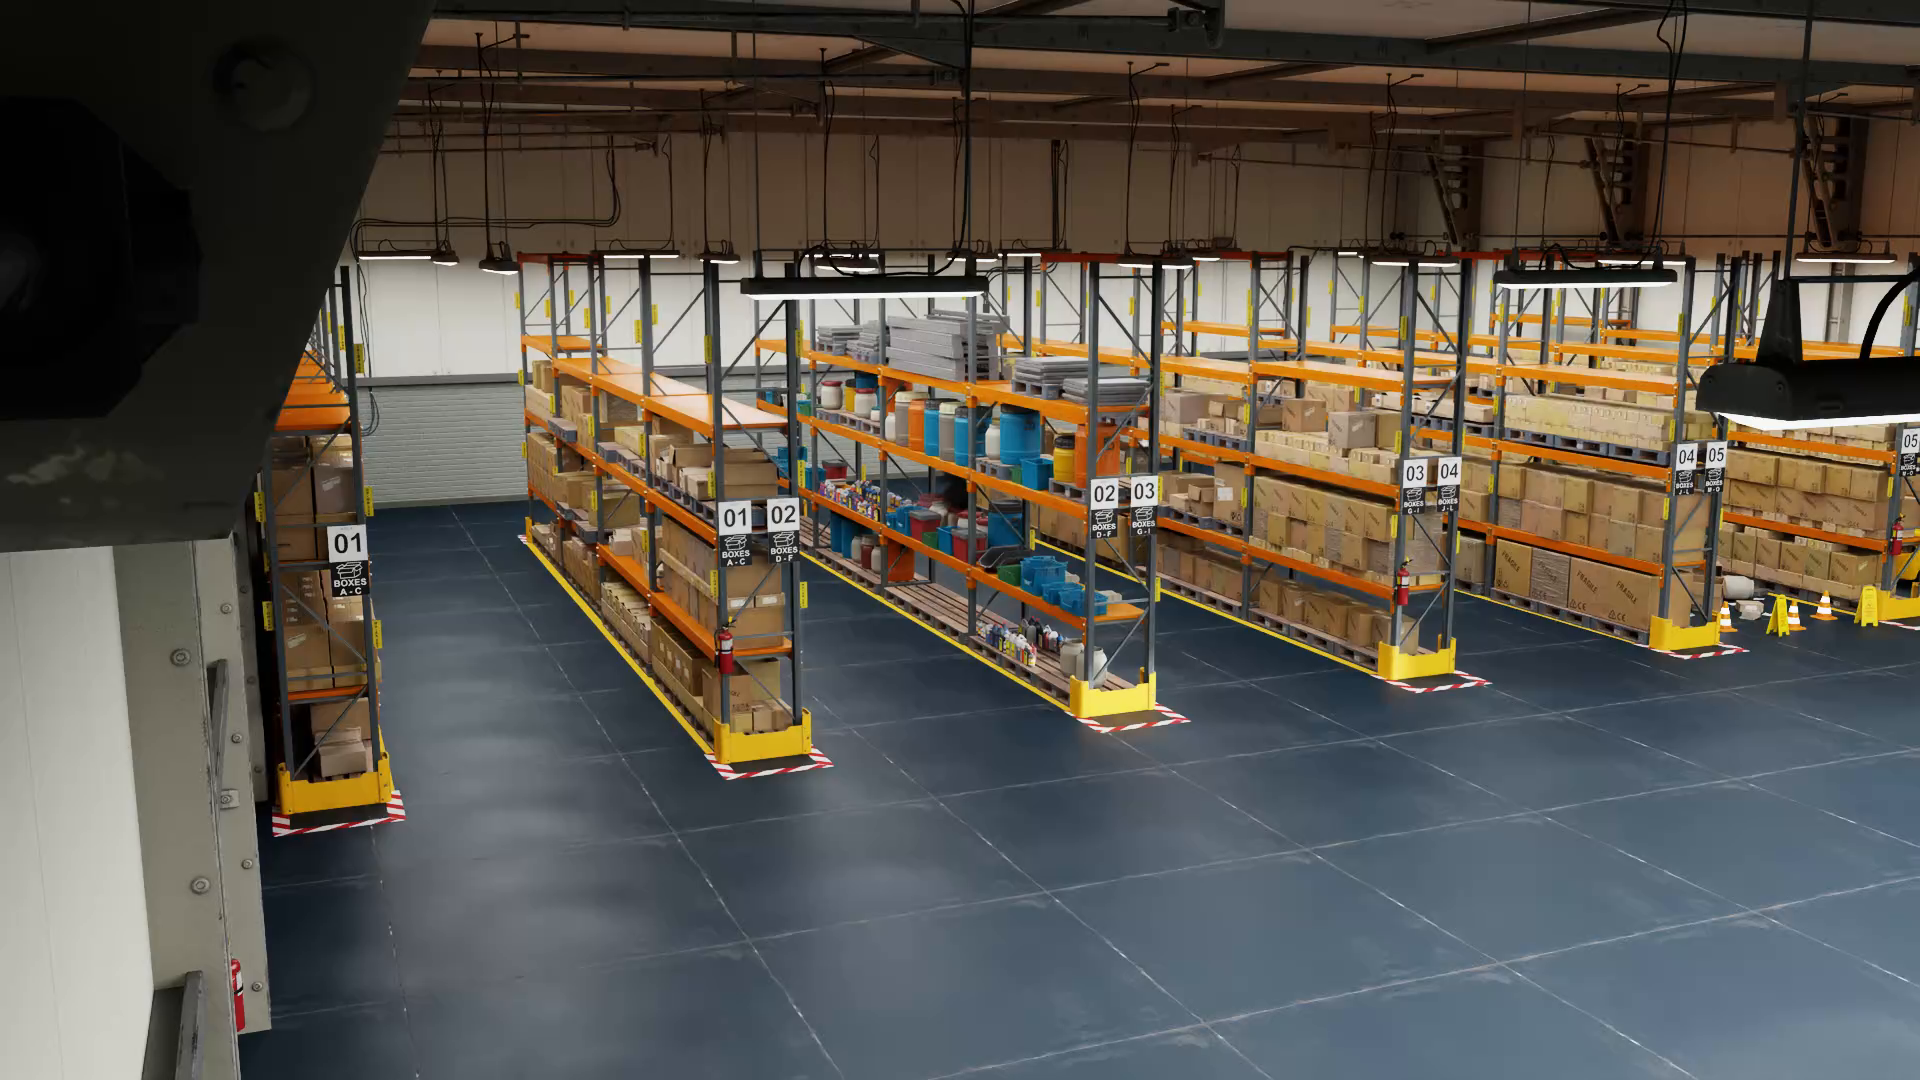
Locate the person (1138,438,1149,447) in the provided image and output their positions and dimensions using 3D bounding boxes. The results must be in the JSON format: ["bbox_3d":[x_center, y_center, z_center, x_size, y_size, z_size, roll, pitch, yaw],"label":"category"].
[{"bbox_3d":[4.416,-1.916,41.005,0.577,1.624,0.584,-9,14,-41],"label":"person"}]
